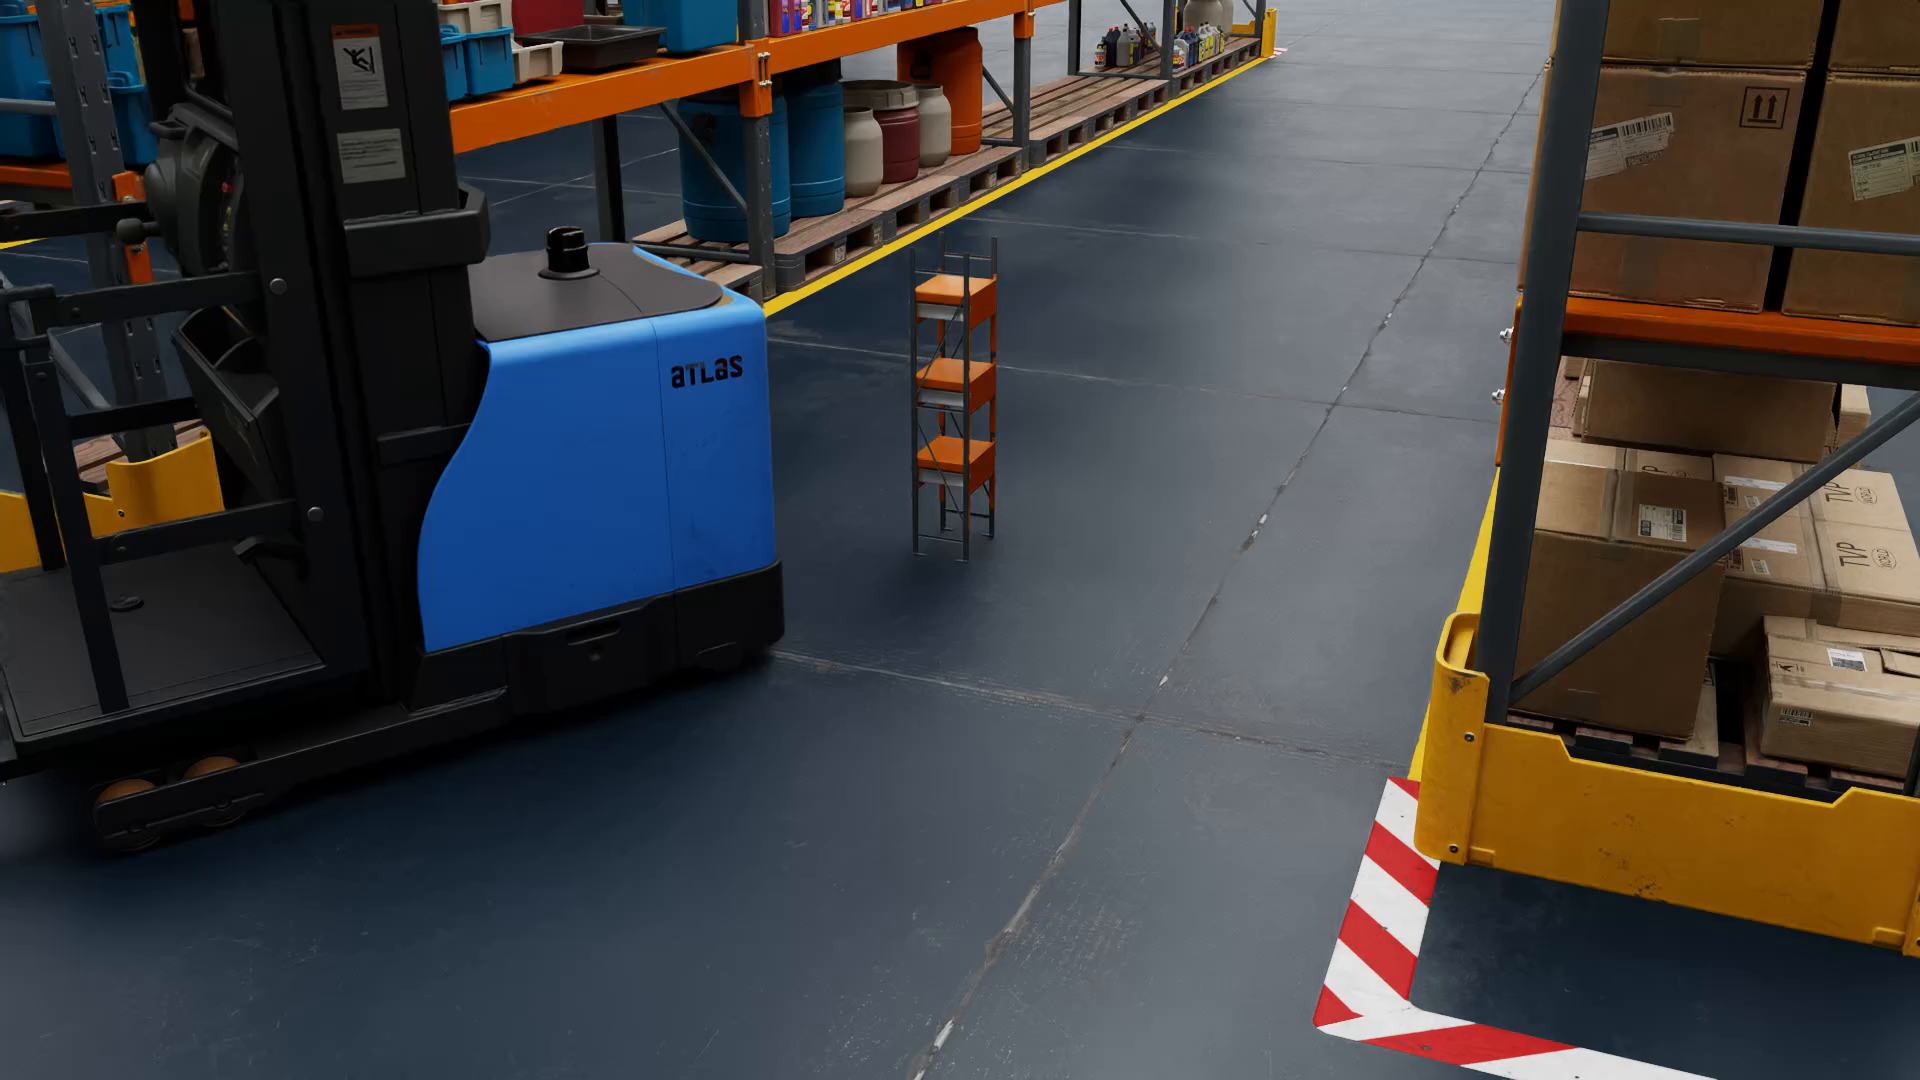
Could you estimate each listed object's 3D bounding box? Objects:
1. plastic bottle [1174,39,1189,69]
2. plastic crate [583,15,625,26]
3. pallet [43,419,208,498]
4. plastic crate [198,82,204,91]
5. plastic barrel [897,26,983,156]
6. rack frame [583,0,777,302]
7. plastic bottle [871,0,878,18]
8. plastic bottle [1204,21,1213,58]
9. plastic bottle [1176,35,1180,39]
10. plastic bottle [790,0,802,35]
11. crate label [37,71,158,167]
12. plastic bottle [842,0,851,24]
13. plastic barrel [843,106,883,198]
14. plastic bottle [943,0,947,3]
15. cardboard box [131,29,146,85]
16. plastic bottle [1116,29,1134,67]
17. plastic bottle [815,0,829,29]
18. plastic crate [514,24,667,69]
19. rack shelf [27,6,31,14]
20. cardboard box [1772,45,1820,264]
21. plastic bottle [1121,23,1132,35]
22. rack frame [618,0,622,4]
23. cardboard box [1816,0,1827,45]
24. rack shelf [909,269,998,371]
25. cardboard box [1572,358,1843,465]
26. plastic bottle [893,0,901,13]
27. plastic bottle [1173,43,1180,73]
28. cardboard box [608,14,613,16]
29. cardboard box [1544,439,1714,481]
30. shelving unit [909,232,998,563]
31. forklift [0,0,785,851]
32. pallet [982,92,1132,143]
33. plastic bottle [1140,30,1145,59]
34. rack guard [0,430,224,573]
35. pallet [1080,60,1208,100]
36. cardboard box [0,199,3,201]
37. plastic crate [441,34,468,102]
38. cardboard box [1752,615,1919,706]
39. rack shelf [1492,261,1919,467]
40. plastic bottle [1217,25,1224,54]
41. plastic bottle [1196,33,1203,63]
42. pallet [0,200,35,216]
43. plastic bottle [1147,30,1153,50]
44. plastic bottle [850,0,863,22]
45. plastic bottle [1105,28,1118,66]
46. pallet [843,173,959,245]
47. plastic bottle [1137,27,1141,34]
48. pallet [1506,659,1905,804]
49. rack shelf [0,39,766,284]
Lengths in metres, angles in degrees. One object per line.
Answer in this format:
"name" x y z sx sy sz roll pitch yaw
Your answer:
"plastic bottle" 2.129 -4.708 16.092 0.152 0.276 0.135 10 25 22
"plastic crate" -1.768 -2.488 8.079 0.396 0.136 0.243 9 24 20
"pallet" -2.606 -0.299 6.193 1.003 0.211 1.213 9 24 20
"plastic crate" -2.813 -1.520 5.762 0.396 0.136 0.243 9 24 20
"plastic barrel" -0.142 -3.174 11.728 0.600 0.830 0.708 9 24 20
"rack frame" -1.462 -2.728 8.389 1.000 3.000 0.127 9 24 20
"plastic bottle" -0.524 -3.116 9.577 0.097 0.201 0.097 0 23 0
"plastic bottle" 2.491 -5.087 16.903 0.144 0.351 0.185 10 25 22
"plastic bottle" 2.136 -4.834 16.399 0.097 0.271 0.097 0 23 0
"plastic bottle" -0.881 -2.792 8.694 0.061 0.283 0.133 9 24 20
"crate label" -2.551 -1.288 5.082 0.416 0.233 0.303 9 24 20
"plastic bottle" -0.660 -2.986 9.264 0.097 0.201 0.097 0 23 0
"plastic barrel" -0.689 -2.409 10.308 0.421 0.512 0.421 0 23 0
"plastic bottle" -0.129 -3.497 10.488 0.097 0.201 0.097 0 23 0
"cardboard box" -5.842 -2.882 10.971 1.225 0.875 0.875 9 24 20
"plastic bottle" 1.615 -4.823 16.270 0.144 0.351 0.185 9 24 20
"plastic bottle" -0.801 -2.913 8.993 0.152 0.276 0.135 9 24 20
"plastic crate" -1.629 -2.190 7.380 0.437 0.125 0.590 9 24 20
"rack shelf" -6.804 -2.389 8.512 1.077 0.370 4.000 9 24 20
"cardboard box" 2.246 -0.939 3.976 0.500 0.500 0.500 9 24 20
"plastic bottle" 1.672 -5.028 16.760 0.144 0.351 0.185 9 24 20
"rack frame" -3.089 -6.300 16.941 1.000 3.000 0.127 9 24 20
"cardboard box" 2.246 -1.403 3.790 0.500 0.500 0.500 9 24 21
"rack shelf" -0.020 -0.717 5.397 0.215 0.259 0.240 9 24 20
"cardboard box" 2.442 -0.396 5.473 0.797 0.503 0.637 9 24 20
"plastic bottle" -0.402 -3.266 9.845 0.097 0.271 0.097 0 23 0
"plastic bottle" 2.035 -4.586 15.807 0.097 0.271 0.097 0 23 0
"cardboard box" -3.740 -4.765 15.937 0.700 0.500 0.500 7 24 15
"cardboard box" 2.003 -0.086 5.060 0.500 0.250 0.500 9 24 20
"shelving unit" -0.020 -0.465 5.502 0.215 1.050 0.252 9 24 20
"forklift" -2.025 -0.842 3.962 3.031 2.935 1.130 -15 27 -31
"pallet" 0.802 -3.579 14.046 1.003 0.211 1.213 9 24 20
"plastic bottle" 1.835 -5.039 16.875 0.061 0.283 0.133 9 24 20
"rack guard" -2.945 -0.133 5.419 1.175 0.500 0.348 9 24 20
"pallet" 1.797 -4.539 16.342 1.003 0.211 1.213 9 24 20
"cardboard box" -6.380 -2.426 9.877 0.875 0.875 0.875 9 24 20
"plastic crate" -2.062 -1.759 6.210 0.416 0.233 0.300 9 24 20
"cardboard box" 2.217 0.328 4.178 0.380 0.166 0.250 9 24 20
"rack shelf" 2.392 -0.970 5.113 1.077 0.370 4.000 9 24 20
"plastic bottle" 2.693 -5.207 17.279 0.061 0.283 0.133 9 24 21
"plastic bottle" 2.364 -4.891 16.520 0.061 0.283 0.133 10 25 22
"pallet" -6.416 -1.889 10.000 1.003 0.211 1.213 9 24 20
"plastic bottle" 1.994 -5.293 17.589 0.097 0.201 0.097 0 23 0
"plastic bottle" -0.600 -3.062 9.341 0.061 0.283 0.133 9 24 20
"plastic bottle" 1.481 -4.843 16.319 0.144 0.351 0.185 8 24 19
"pallet" -0.685 -2.150 10.622 1.003 0.211 1.213 9 24 20
"plastic bottle" 1.868 -5.204 17.285 0.097 0.271 0.097 0 23 0
"pallet" 1.973 0.388 4.547 1.003 0.211 1.213 9 24 20
"rack shelf" -2.205 -1.680 6.814 1.077 0.370 4.000 9 24 20
